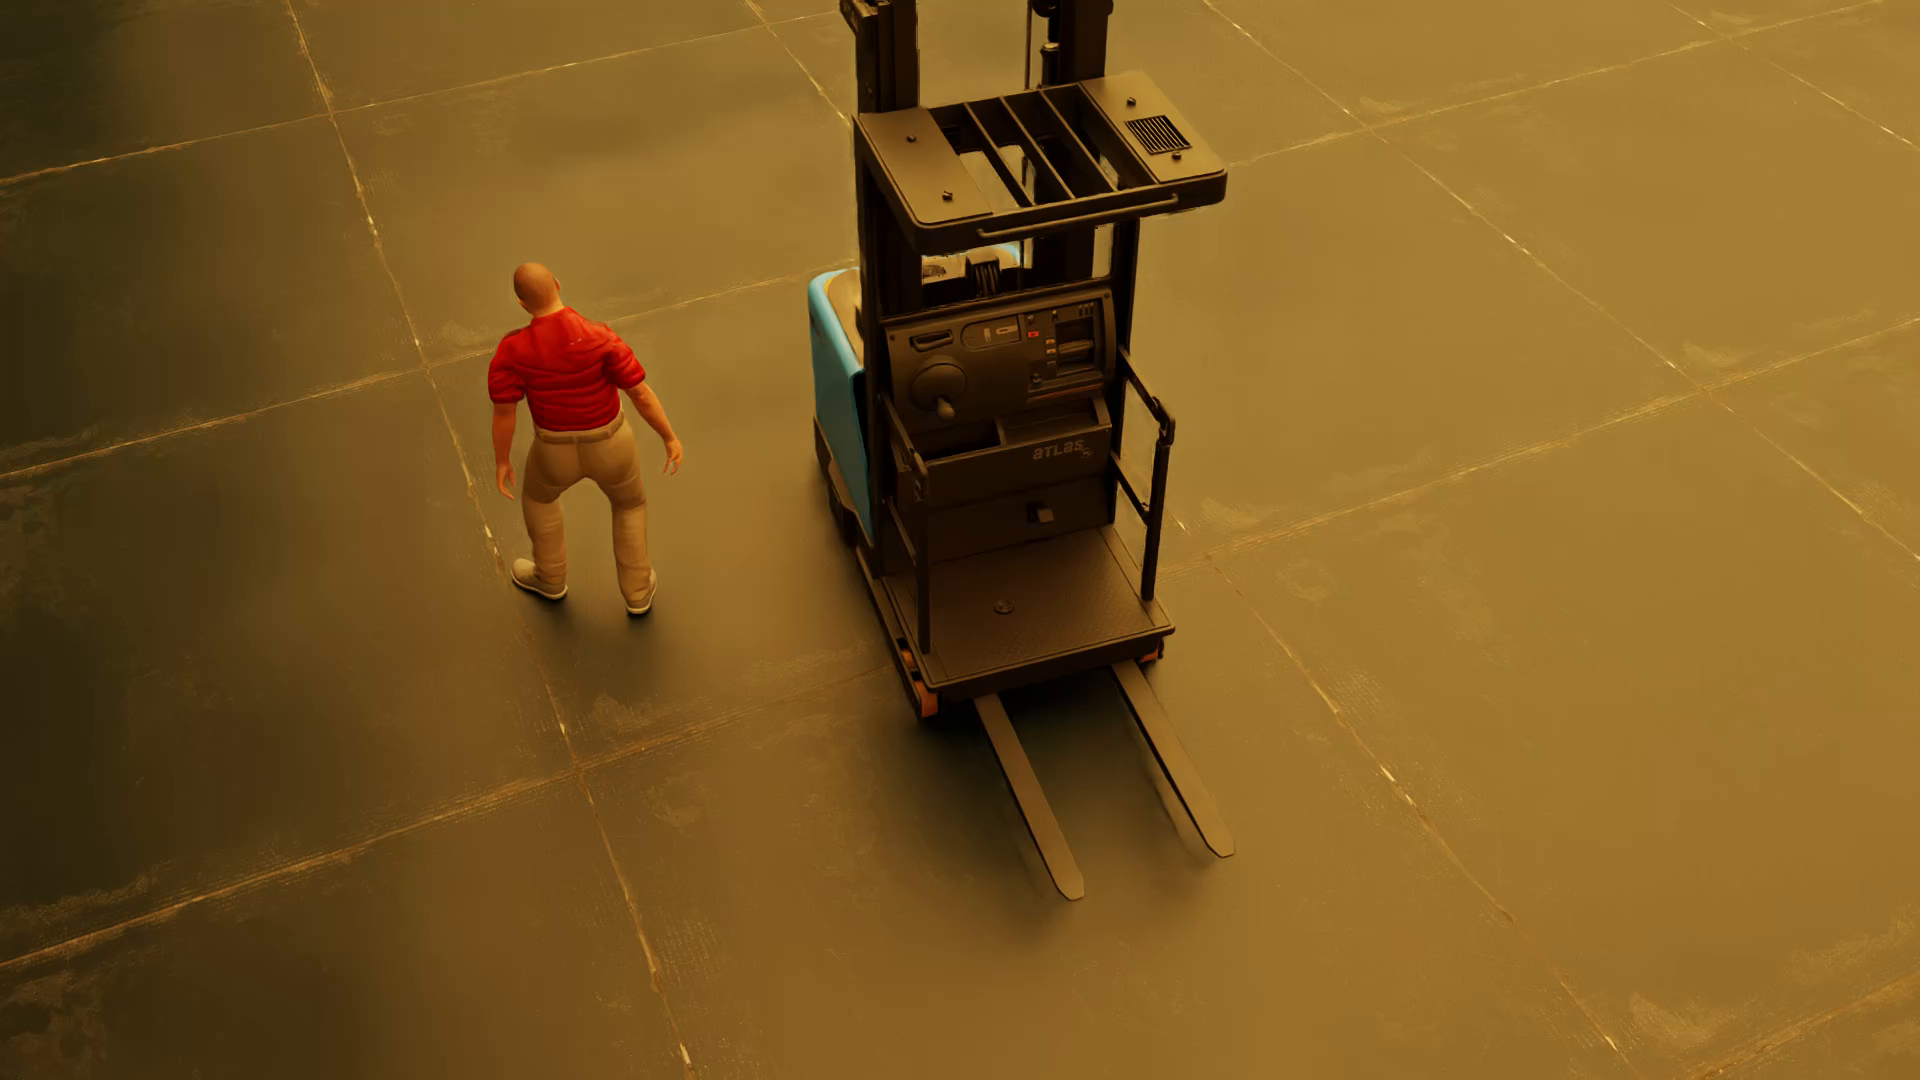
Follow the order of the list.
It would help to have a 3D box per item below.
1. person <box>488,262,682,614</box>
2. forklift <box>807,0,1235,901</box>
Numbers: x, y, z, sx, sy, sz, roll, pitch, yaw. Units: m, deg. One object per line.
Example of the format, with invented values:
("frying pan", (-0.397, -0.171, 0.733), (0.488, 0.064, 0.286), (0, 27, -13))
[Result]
("person", (-1.615, -0.393, 7.032), (0.878, 1.703, 0.420), (-3, 43, -4))
("forklift", (0.238, -0.639, 6.364), (1.130, 2.935, 3.031), (-13, 45, -13))
